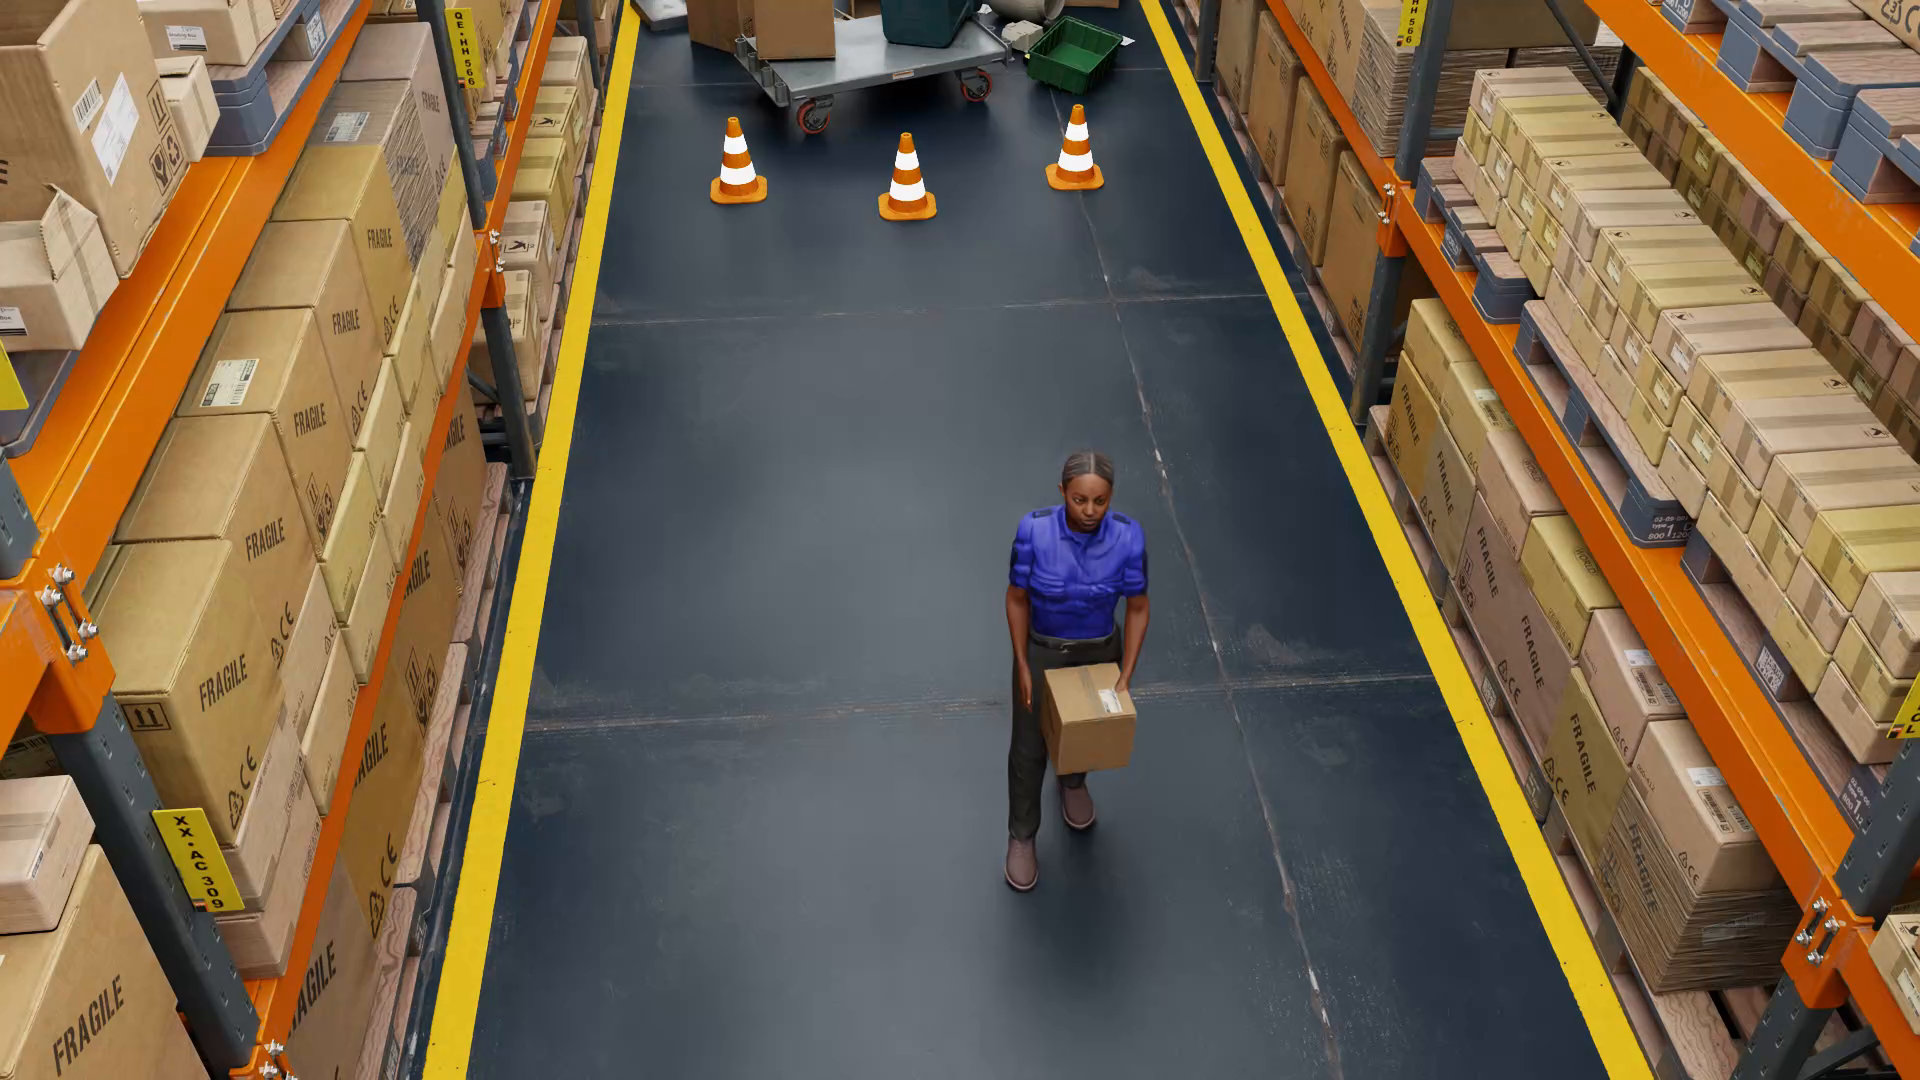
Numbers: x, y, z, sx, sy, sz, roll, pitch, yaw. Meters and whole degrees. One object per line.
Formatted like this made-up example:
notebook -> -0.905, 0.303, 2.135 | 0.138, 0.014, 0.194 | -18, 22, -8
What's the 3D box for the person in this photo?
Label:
person -> 0.392, 0.434, 5.618 | 0.479, 1.652, 0.571 | -1, 39, -2
